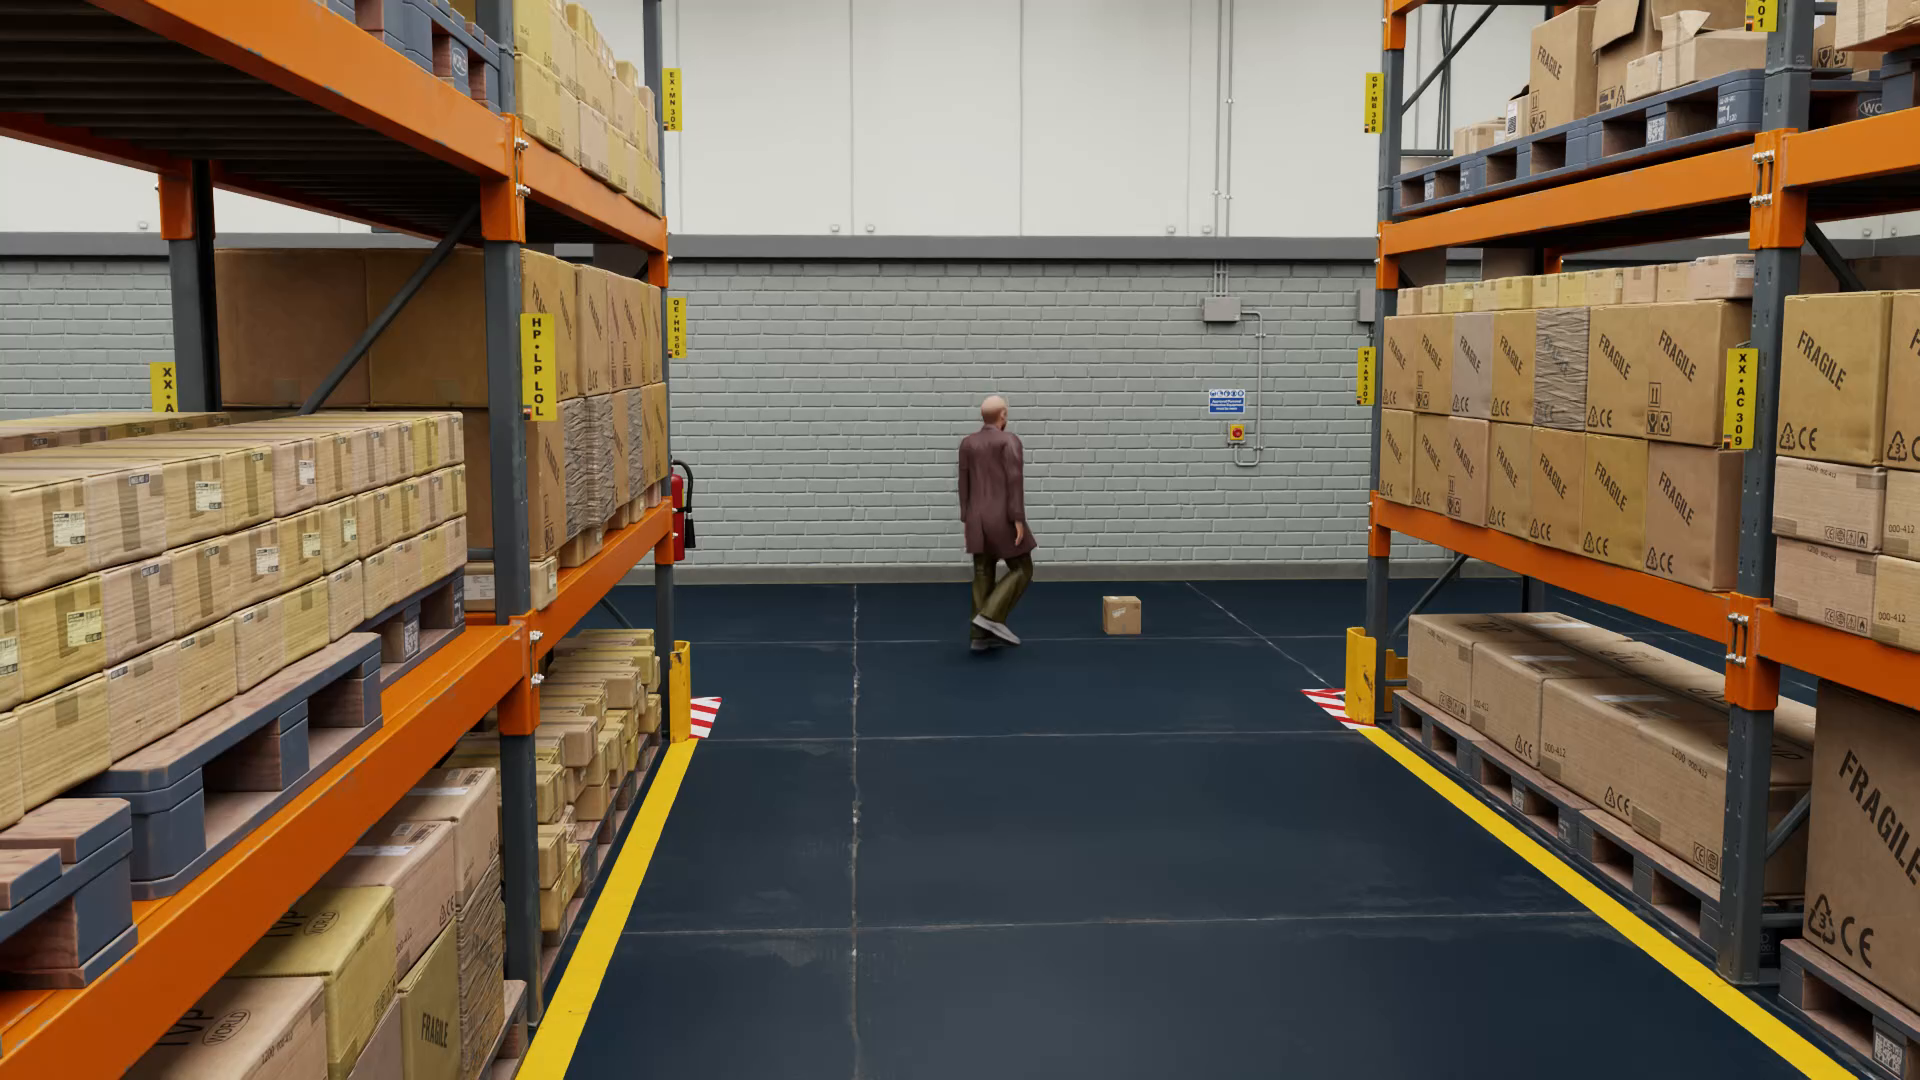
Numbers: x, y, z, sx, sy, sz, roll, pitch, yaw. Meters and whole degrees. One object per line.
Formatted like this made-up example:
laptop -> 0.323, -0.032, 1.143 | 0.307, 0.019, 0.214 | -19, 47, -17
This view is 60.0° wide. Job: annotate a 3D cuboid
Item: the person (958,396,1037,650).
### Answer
person -> 0.221, -0.118, 11.644 | 0.608, 1.770, 0.539 | 5, 8, 35
